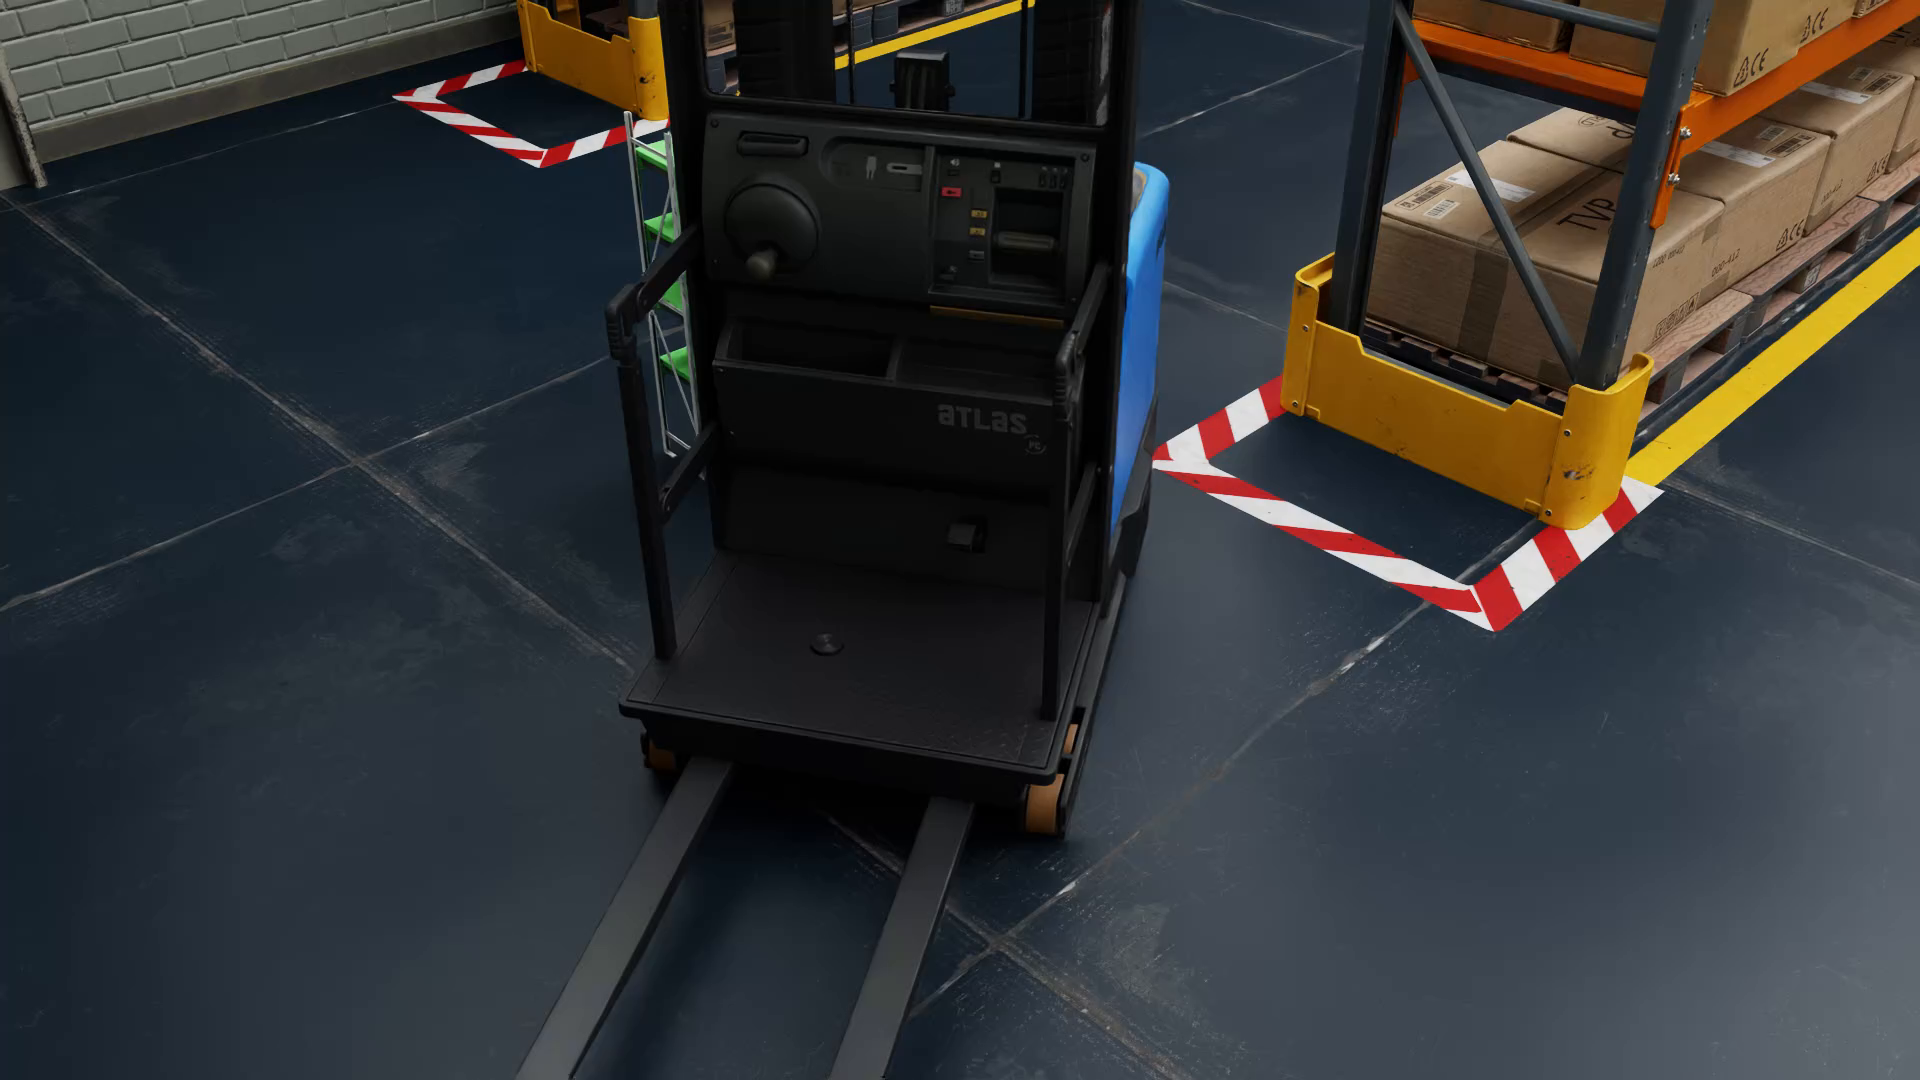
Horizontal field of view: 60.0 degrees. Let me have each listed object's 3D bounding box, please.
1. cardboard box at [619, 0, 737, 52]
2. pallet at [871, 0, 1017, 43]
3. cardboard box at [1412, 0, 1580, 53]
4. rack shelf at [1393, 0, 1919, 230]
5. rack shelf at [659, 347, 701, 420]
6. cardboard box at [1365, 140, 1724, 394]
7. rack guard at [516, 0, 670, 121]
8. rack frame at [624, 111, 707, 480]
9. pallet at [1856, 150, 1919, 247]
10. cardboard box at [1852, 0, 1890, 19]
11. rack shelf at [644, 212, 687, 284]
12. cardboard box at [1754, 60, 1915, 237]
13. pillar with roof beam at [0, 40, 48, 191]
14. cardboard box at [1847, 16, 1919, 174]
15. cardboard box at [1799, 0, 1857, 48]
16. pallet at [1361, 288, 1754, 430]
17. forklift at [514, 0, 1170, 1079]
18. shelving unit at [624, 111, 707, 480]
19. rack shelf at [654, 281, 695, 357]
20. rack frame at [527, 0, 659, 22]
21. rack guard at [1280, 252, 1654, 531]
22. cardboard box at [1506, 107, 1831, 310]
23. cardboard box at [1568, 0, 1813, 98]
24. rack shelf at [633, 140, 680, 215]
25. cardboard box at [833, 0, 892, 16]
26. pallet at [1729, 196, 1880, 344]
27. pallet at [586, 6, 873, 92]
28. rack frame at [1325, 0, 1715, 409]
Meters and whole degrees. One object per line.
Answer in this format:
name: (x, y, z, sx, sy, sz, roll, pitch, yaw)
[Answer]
cardboard box: (-1.358, -2.918, 8.626, 0.797, 0.503, 0.637, 28, 43, 34)
pallet: (-0.382, -3.263, 9.744, 1.003, 0.211, 1.213, 30, 45, 35)
cardboard box: (1.821, -1.904, 5.270, 0.500, 0.500, 0.500, -30, 45, -35)
rack shelf: (3.078, -2.077, 6.235, 1.077, 0.370, 4.000, 30, 45, 35)
rack shelf: (-0.743, -0.587, 5.574, 0.480, 0.148, 0.258, -27, 43, -33)
cardboard box: (2.063, -0.990, 5.920, 0.875, 0.438, 0.875, 28, 44, 34)
rack guard: (-1.803, -2.565, 8.490, 1.175, 0.500, 0.348, 30, 45, 35)
rack frame: (-0.926, -0.744, 5.268, 0.015, 1.200, 0.240, -27, 43, -33)
pallet: (3.896, -1.763, 7.593, 1.003, 0.211, 1.213, 30, 45, 35)
cardboard box: (2.919, -2.096, 5.546, 0.500, 0.500, 0.500, 29, 44, 35)
rack shelf: (-0.743, -0.981, 5.300, 0.480, 0.148, 0.258, -27, 43, -33)
cardboard box: (3.338, -1.730, 6.981, 0.875, 0.438, 0.875, 28, 44, 34)
pillar with roof beam: (-1.341, -3.554, 2.479, 9.100, 9.000, 0.400, 30, 45, 35)
cardboard box: (3.969, -2.094, 7.503, 0.875, 0.438, 0.875, 29, 44, 35)
cardboard box: (2.547, -1.897, 5.260, 0.500, 0.500, 0.500, 29, 44, 35)
pallet: (2.177, -0.772, 6.173, 1.003, 0.211, 1.213, 30, 45, 35)
forklift: (-0.201, -0.701, 3.693, 1.130, 2.935, 3.031, 8, 36, 11)
shelving unit: (-0.743, -0.836, 5.400, 0.503, 1.200, 0.258, -27, 43, -33)
rack shelf: (-0.743, -0.784, 5.437, 0.480, 0.148, 0.258, -27, 43, -33)
rack frame: (-1.856, -3.559, 7.731, 1.000, 3.000, 0.127, 30, 45, 35)
rack guard: (1.652, -0.525, 5.566, 1.175, 0.500, 0.348, 30, 45, 35)
cardboard box: (2.702, -1.365, 6.457, 0.875, 0.438, 0.875, -29, 44, -34)
cardboard box: (2.211, -1.680, 4.950, 0.500, 0.500, 0.500, 29, 44, 35)
rack shelf: (-0.743, -1.178, 5.162, 0.480, 0.148, 0.258, -27, 43, -33)
cardboard box: (-0.728, -3.248, 9.102, 0.500, 0.500, 0.700, -28, 44, -34)
pallet: (3.036, -1.265, 6.880, 1.003, 0.211, 1.213, 30, 45, 35)
pallet: (-1.242, -2.770, 9.038, 1.003, 0.211, 1.213, 30, 45, 35)
rack frame: (1.669, -1.560, 4.865, 1.000, 3.000, 0.127, 30, 45, 35)
